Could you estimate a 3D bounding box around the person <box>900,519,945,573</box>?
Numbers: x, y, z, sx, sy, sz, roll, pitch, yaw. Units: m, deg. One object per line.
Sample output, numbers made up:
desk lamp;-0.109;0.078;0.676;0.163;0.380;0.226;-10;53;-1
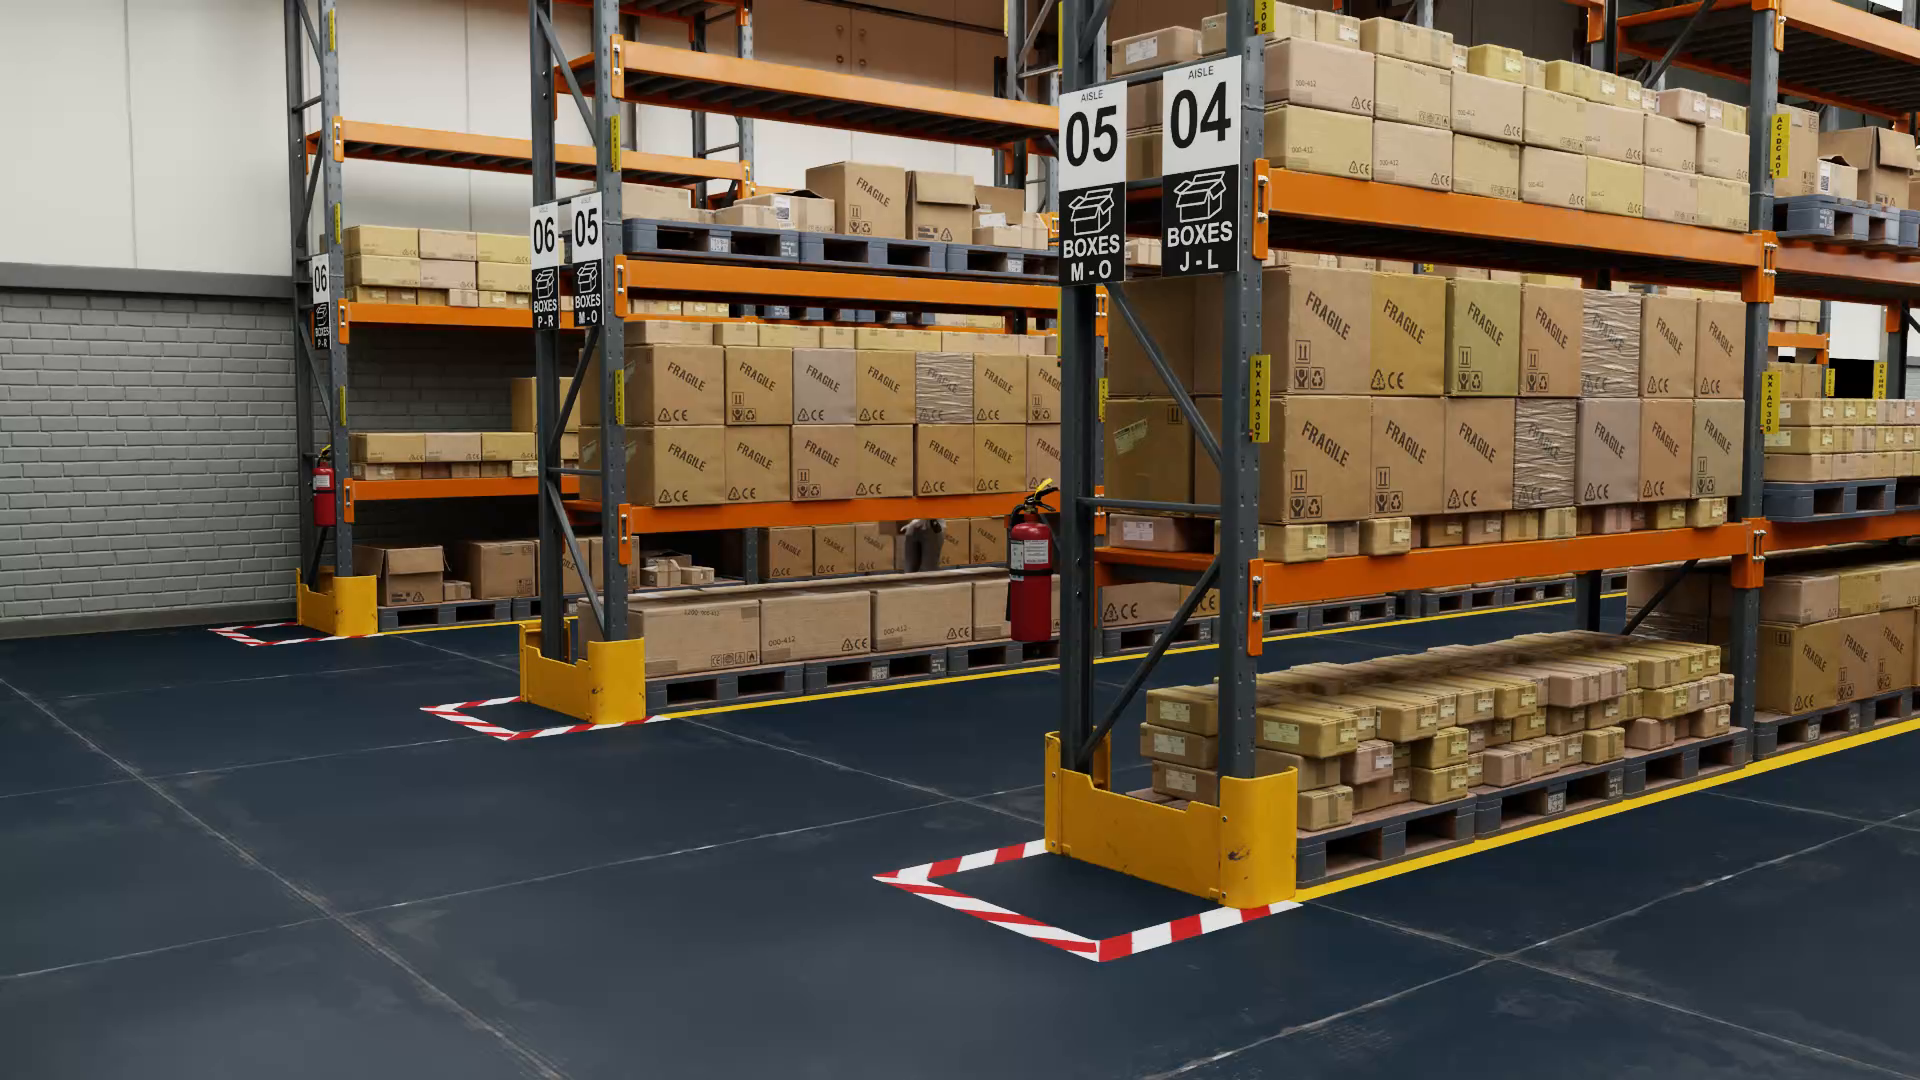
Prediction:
person;-0.368;-0.036;14.082;0.539;1.690;0.457;-3;6;-38
